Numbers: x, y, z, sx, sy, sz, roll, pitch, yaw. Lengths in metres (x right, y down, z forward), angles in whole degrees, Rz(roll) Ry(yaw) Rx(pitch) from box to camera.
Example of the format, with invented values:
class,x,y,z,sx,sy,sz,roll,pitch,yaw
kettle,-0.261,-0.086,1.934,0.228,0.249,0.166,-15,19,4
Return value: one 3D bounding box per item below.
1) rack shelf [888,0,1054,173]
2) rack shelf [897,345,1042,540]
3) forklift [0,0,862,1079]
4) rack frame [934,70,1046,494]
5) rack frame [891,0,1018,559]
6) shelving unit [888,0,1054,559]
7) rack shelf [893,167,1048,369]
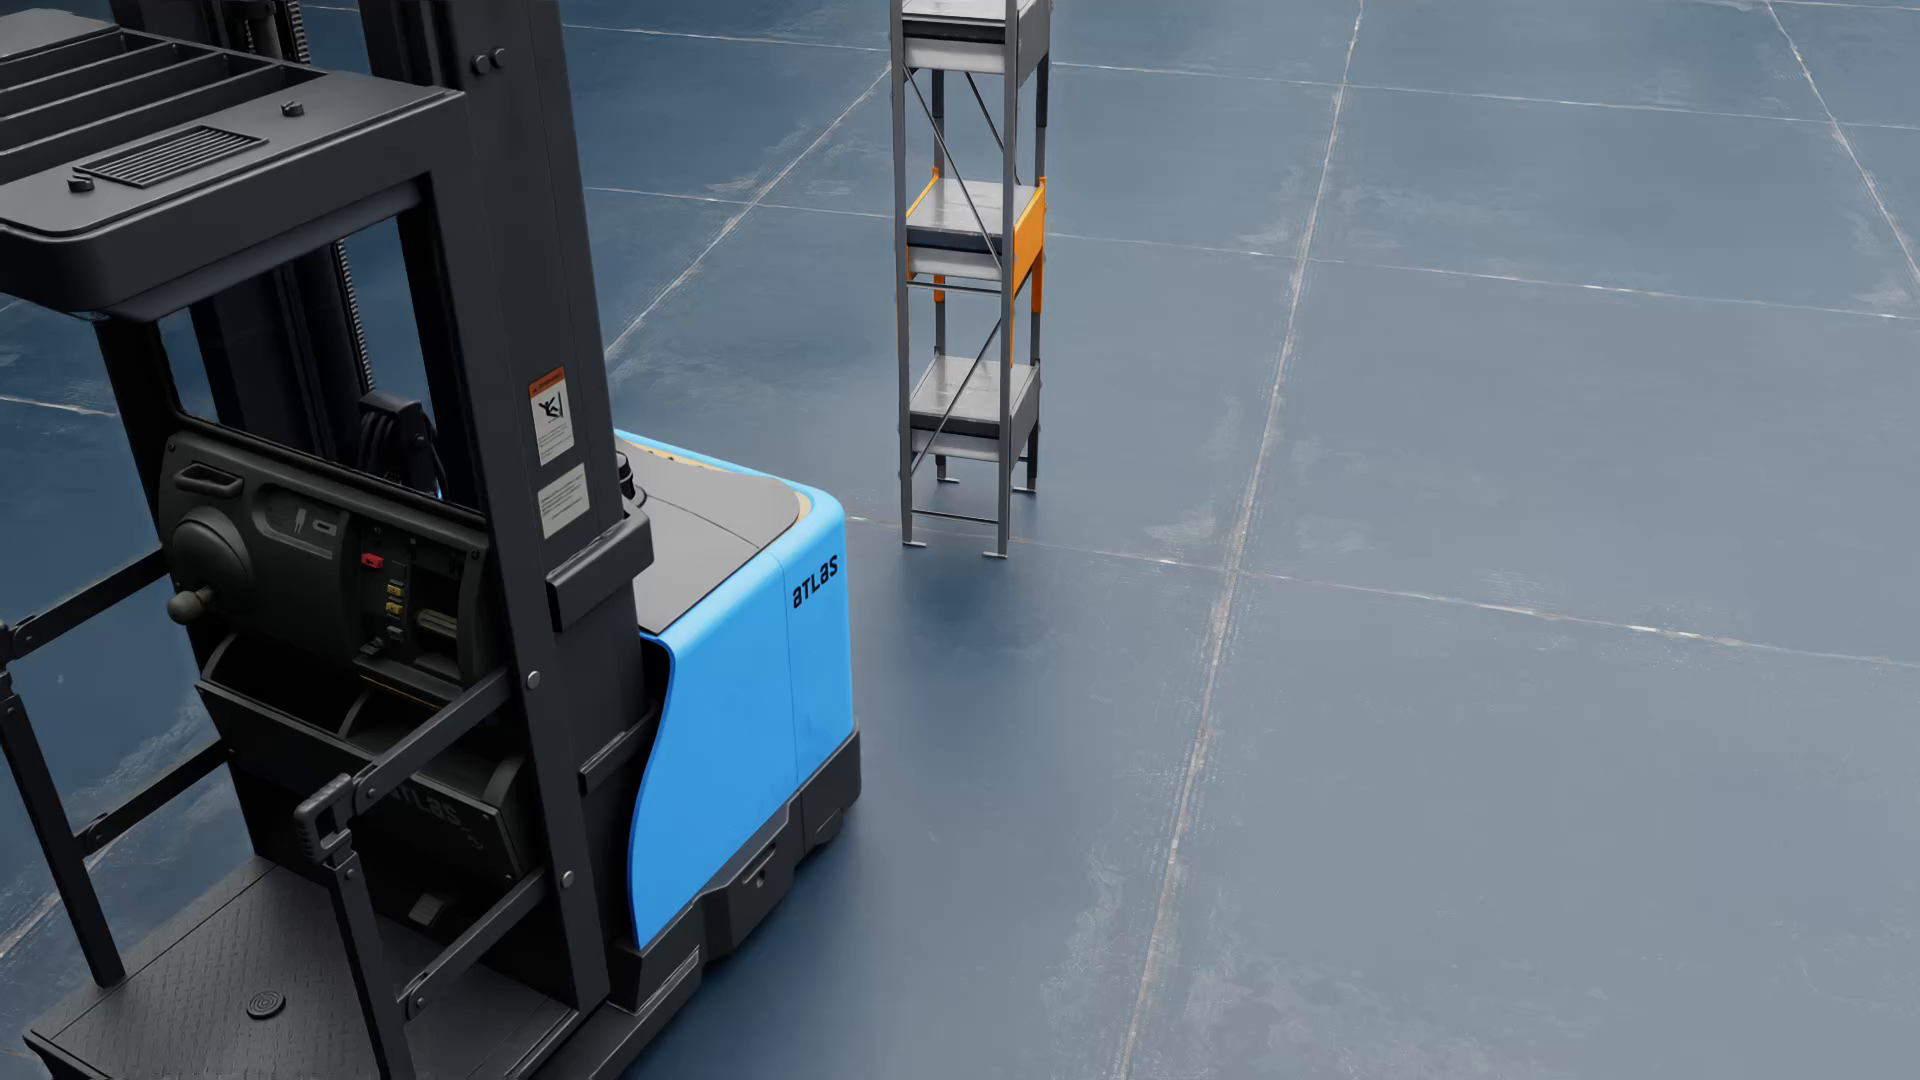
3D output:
class,x,y,z,sx,sy,sz,roll,pitch,yaw
rack shelf,0.042,-1.551,5.454,0.431,0.518,0.480,8,33,12
rack shelf,0.042,-0.370,6.205,0.431,0.518,0.480,8,33,12
forklift,-1.453,0.113,3.340,1.130,2.935,3.031,17,36,24
rack frame,0.104,-1.099,6.021,0.400,2.100,0.015,8,33,12
rack frame,-0.020,-0.845,5.623,0.400,2.100,0.015,8,33,12
shelving unit,0.042,-0.972,5.822,0.431,2.100,0.503,8,33,12
rack shelf,0.042,-0.960,5.829,0.431,0.518,0.480,8,33,12
